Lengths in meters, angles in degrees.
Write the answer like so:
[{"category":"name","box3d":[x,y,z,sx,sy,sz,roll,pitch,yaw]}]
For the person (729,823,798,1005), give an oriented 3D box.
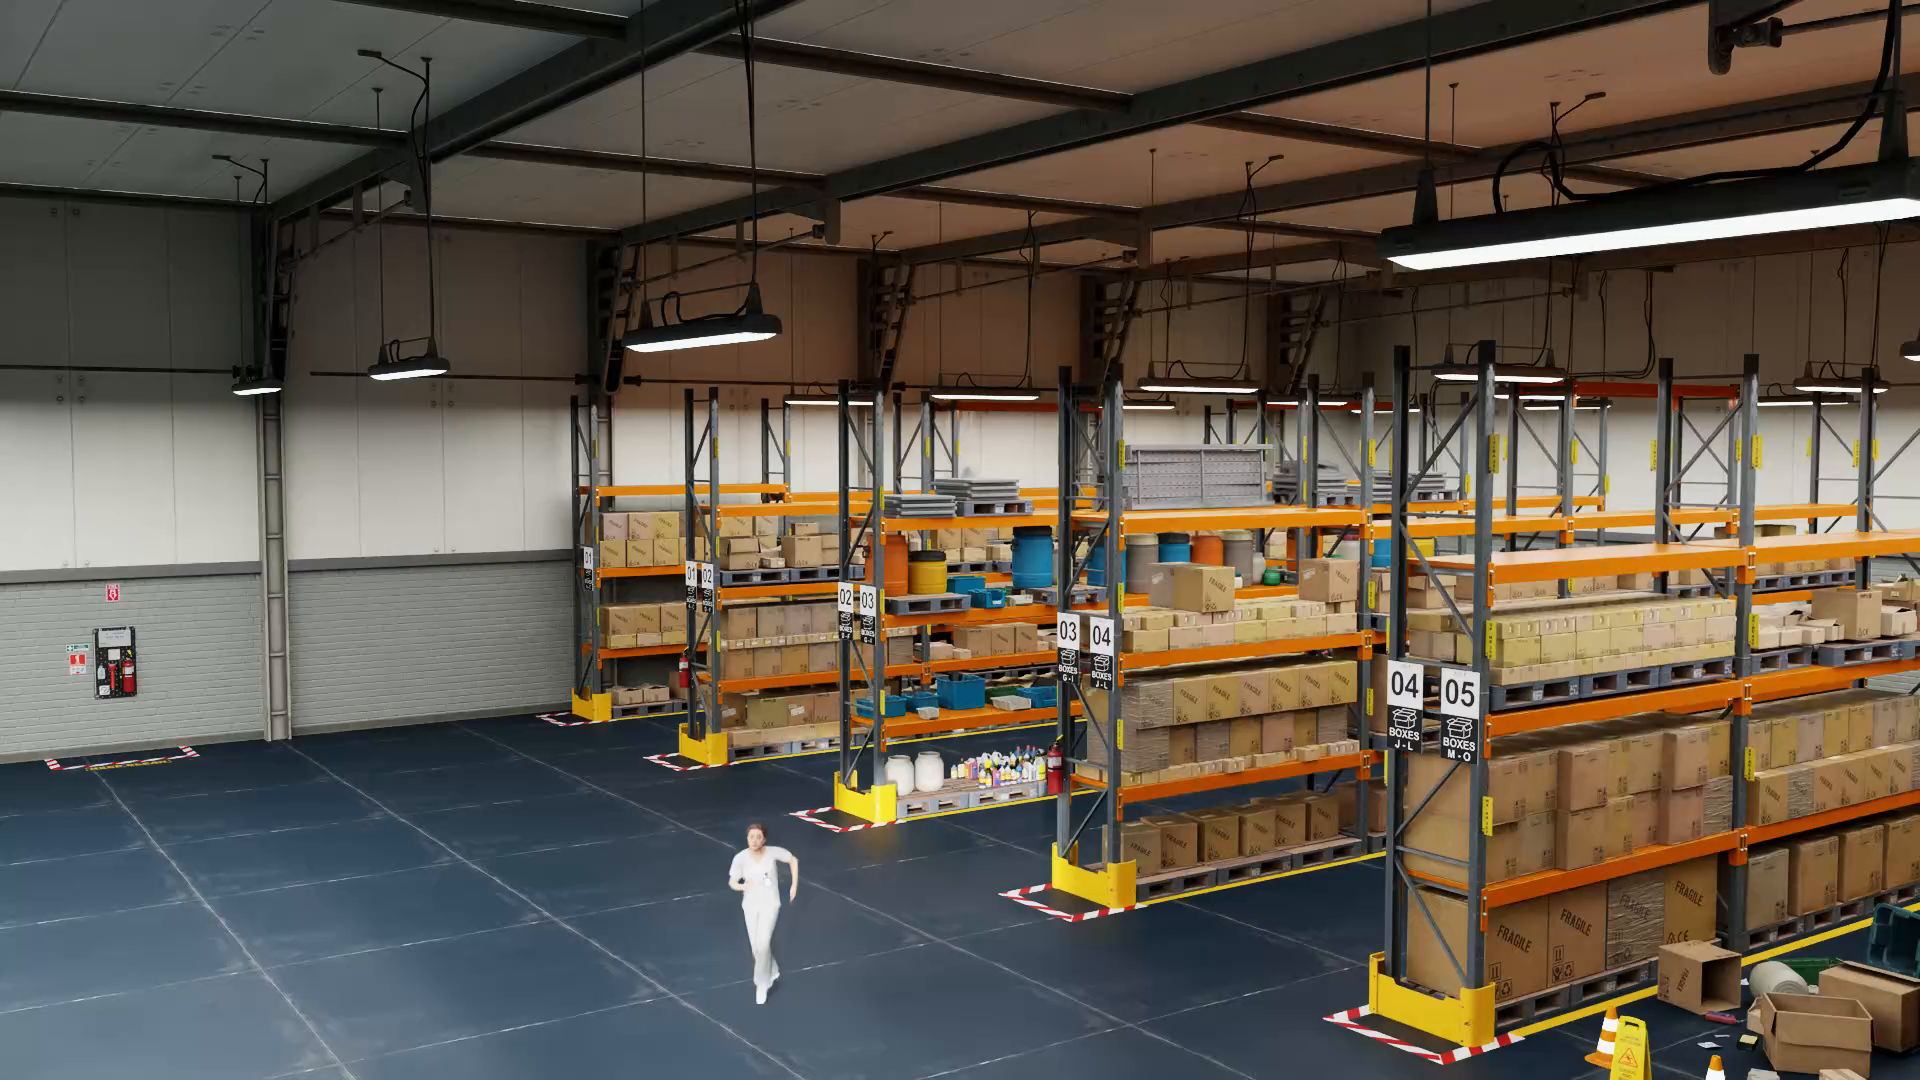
[{"category":"person","box3d":[-1.815,3.406,15.327,0.589,1.659,0.801,0,3,5]}]
